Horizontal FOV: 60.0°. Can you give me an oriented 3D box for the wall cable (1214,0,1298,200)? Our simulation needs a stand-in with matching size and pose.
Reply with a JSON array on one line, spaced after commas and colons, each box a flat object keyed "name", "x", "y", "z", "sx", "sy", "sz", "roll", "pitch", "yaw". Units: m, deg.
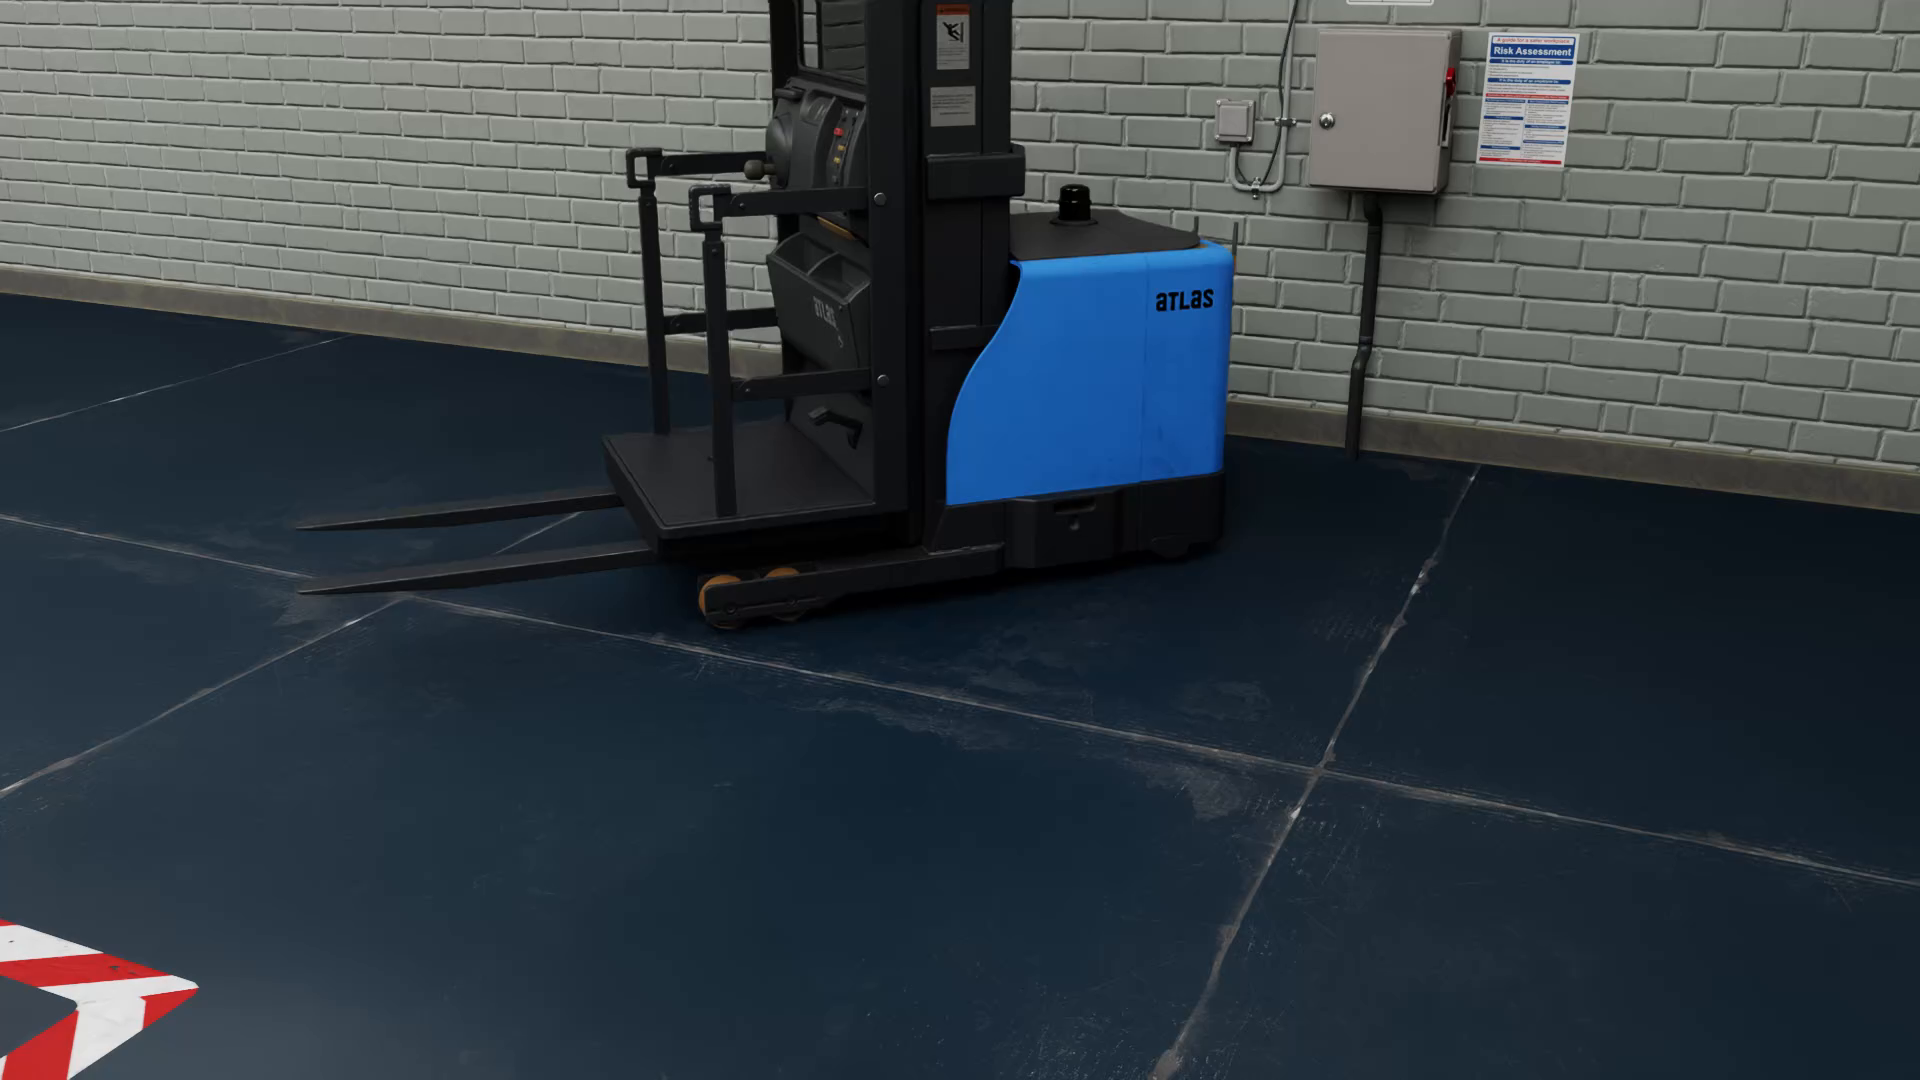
[{"name": "wall cable", "x": 1.081, "y": -2.358, "z": 6.606, "sx": 0.588, "sy": 1.984, "sz": 0.122, "roll": 9, "pitch": 21, "yaw": 23}]

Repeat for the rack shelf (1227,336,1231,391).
[{"name": "rack shelf", "x": 0.863, "y": -0.662, "z": 6.290, "sx": 0.240, "sy": 0.259, "sz": 0.215, "roll": -18, "pitch": 27, "yaw": -41}]

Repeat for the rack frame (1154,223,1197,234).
[{"name": "rack frame", "x": 0.775, "y": -0.643, "z": 6.206, "sx": 0.008, "sy": 1.050, "sz": 0.200, "roll": -18, "pitch": 27, "yaw": -41}]

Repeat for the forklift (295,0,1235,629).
[{"name": "forklift", "x": -0.647, "y": -1.303, "z": 5.258, "sx": 3.031, "sy": 2.935, "sz": 1.130, "roll": -7, "pitch": 21, "yaw": -20}]

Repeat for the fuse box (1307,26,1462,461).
[{"name": "fuse box", "x": 1.639, "y": -1.131, "z": 6.594, "sx": 0.539, "sy": 1.711, "sz": 0.414, "roll": 9, "pitch": 21, "yaw": 23}]

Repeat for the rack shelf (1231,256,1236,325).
[{"name": "rack shelf", "x": 0.865, "y": -0.928, "z": 6.193, "sx": 0.240, "sy": 0.259, "sz": 0.215, "roll": -18, "pitch": 27, "yaw": -41}]

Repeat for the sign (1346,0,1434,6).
[{"name": "sign", "x": 1.673, "y": -2.198, "z": 6.439, "sx": 0.339, "sy": 0.242, "sz": 0.001, "roll": 9, "pitch": 21, "yaw": 23}]

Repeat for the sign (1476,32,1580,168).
[{"name": "sign", "x": 2.174, "y": -1.688, "z": 6.381, "sx": 0.329, "sy": 0.494, "sz": 0.001, "roll": 9, "pitch": 21, "yaw": 23}]

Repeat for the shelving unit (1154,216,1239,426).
[{"name": "shelving unit", "x": 0.863, "y": -0.672, "z": 6.287, "sx": 0.252, "sy": 1.050, "sz": 0.215, "roll": -18, "pitch": 27, "yaw": -41}]

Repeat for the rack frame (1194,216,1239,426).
[{"name": "rack frame", "x": 0.950, "y": -0.700, "z": 6.367, "sx": 0.008, "sy": 1.050, "sz": 0.200, "roll": -18, "pitch": 27, "yaw": -41}]
